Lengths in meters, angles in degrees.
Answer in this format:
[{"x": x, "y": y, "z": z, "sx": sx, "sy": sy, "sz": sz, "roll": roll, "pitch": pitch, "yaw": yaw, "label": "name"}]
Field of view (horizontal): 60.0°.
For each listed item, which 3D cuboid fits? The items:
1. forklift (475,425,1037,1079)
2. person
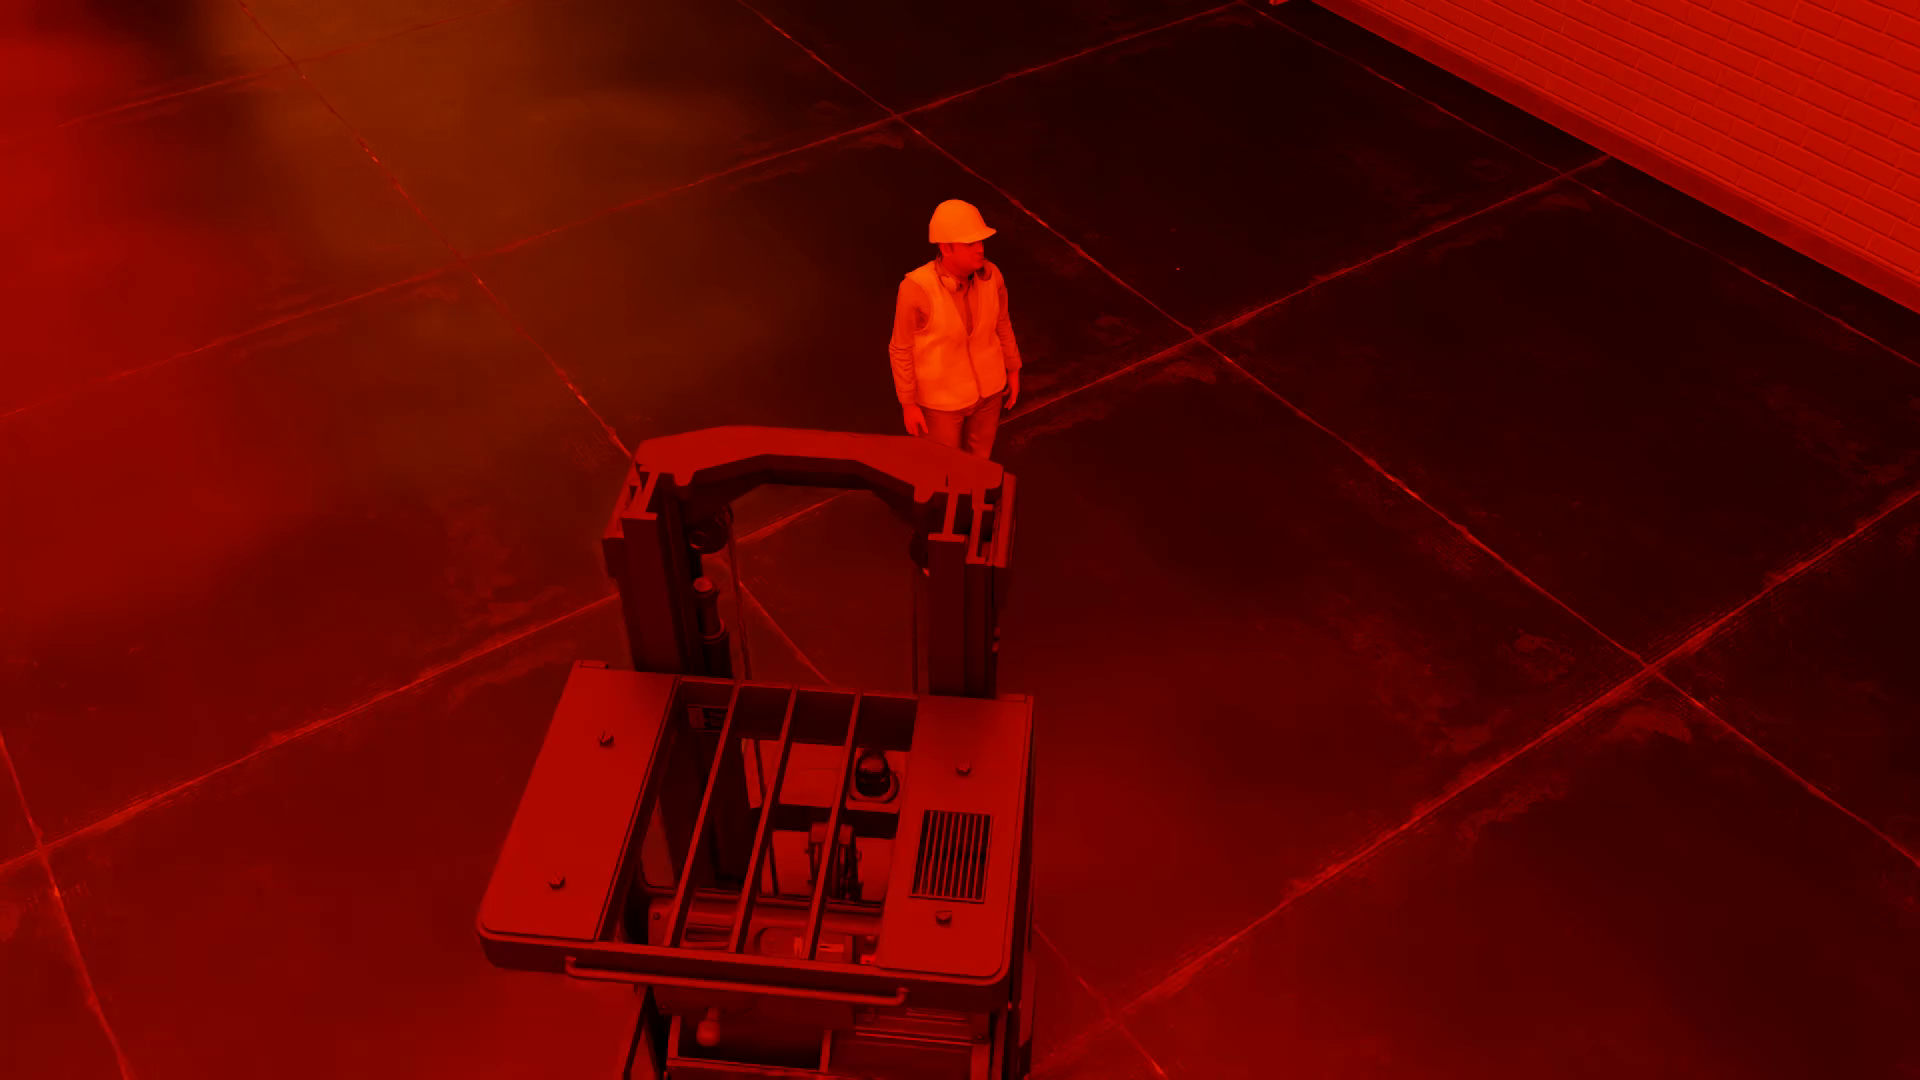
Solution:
[{"x": -0.398, "y": 1.279, "z": 4.328, "sx": 1.130, "sy": 2.935, "sz": 3.031, "roll": 4, "pitch": 43, "yaw": 4, "label": "forklift"}, {"x": 0.028, "y": -0.620, "z": 7.231, "sx": 0.632, "sy": 1.773, "sz": 0.568, "roll": -25, "pitch": 48, "yaw": -25, "label": "person"}]
